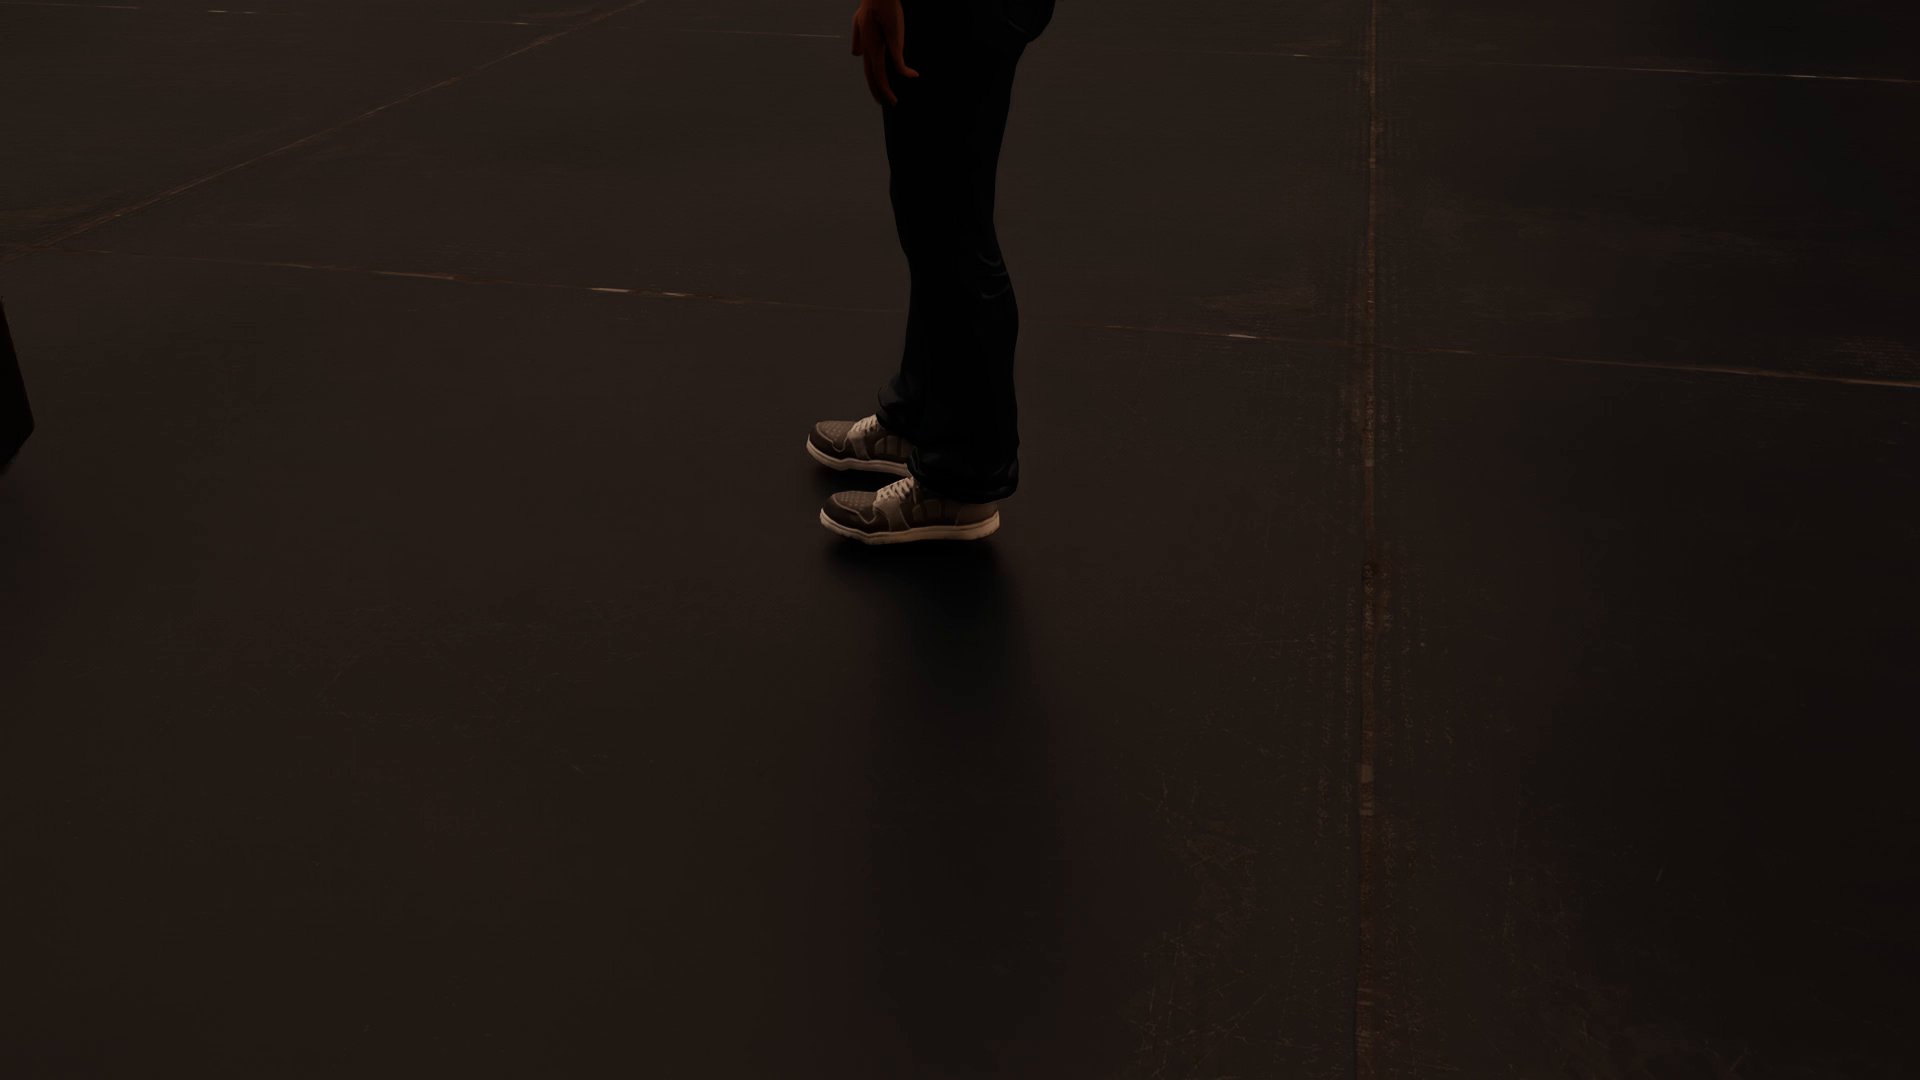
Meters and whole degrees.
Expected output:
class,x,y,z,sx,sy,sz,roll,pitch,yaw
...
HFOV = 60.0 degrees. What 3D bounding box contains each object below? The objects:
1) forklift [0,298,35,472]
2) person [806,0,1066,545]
class,x,y,z,sx,sy,sz,roll,pitch,yaw
forklift,-2.914,-1.111,1.449,3.031,2.935,1.130,-5,27,-9
person,-0.069,-0.733,2.164,0.476,1.596,0.520,6,27,11
